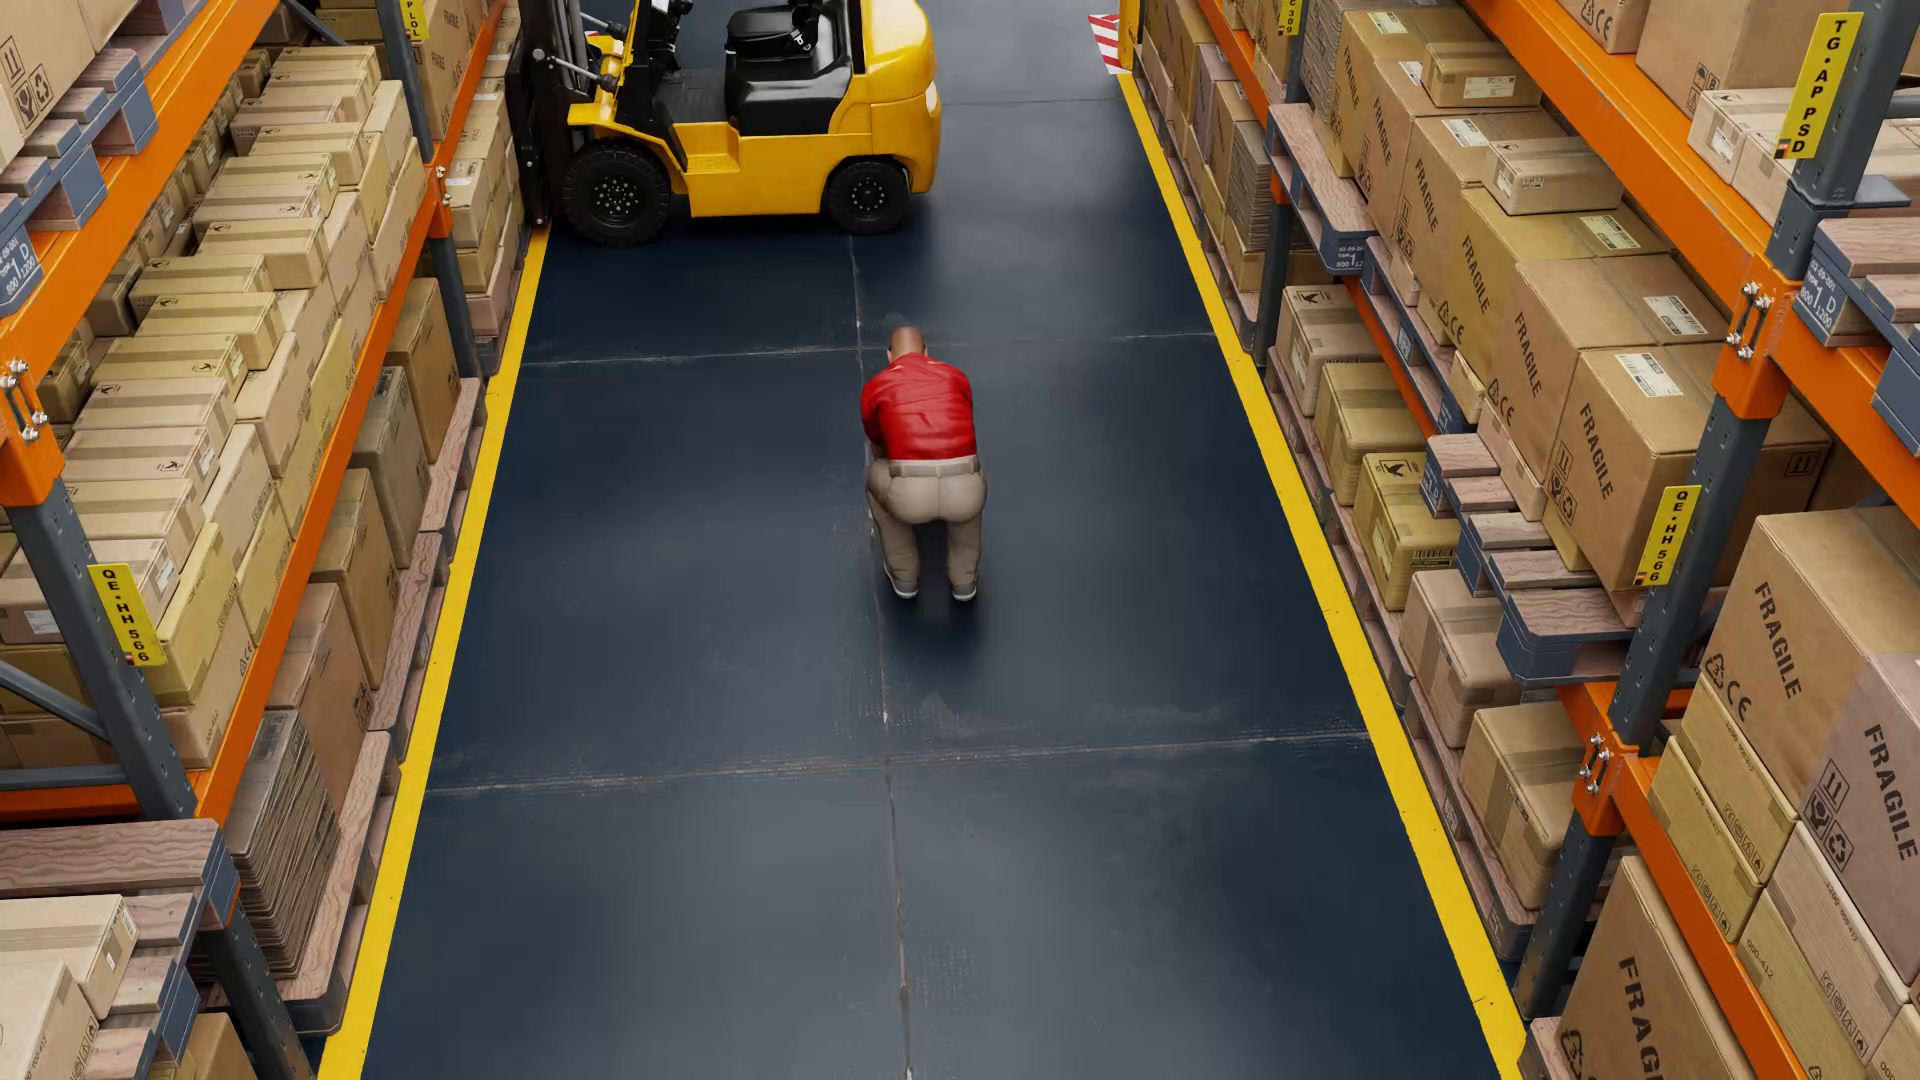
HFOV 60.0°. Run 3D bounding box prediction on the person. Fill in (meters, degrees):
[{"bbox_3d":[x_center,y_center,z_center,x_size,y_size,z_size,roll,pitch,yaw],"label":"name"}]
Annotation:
[{"bbox_3d":[-0.148,-0.308,7.149,0.528,0.982,0.864,-5,39,-6],"label":"person"}]
